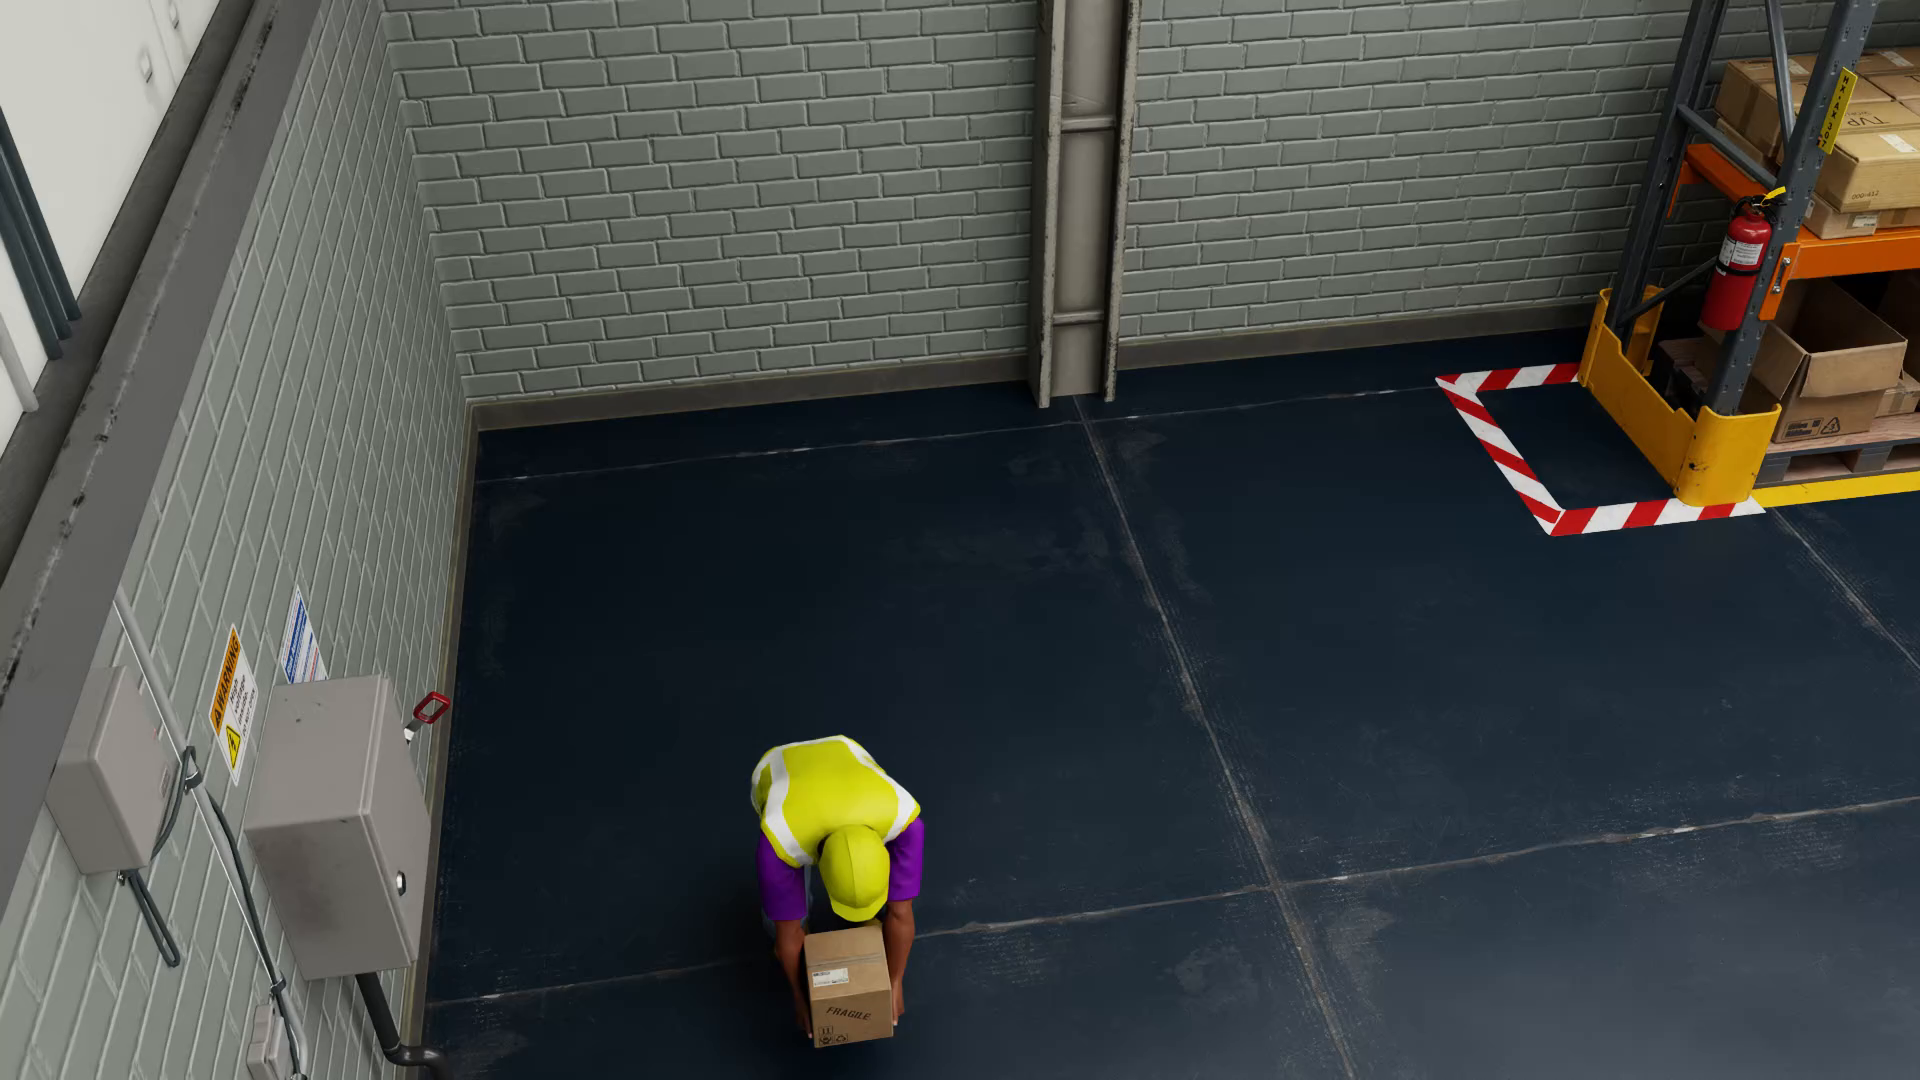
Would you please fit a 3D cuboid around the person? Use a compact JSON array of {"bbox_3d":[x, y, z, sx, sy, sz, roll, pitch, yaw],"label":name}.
[{"bbox_3d":[-0.394,1.062,5.411,0.534,1.009,0.916,-7,39,-9],"label":"person"}]
